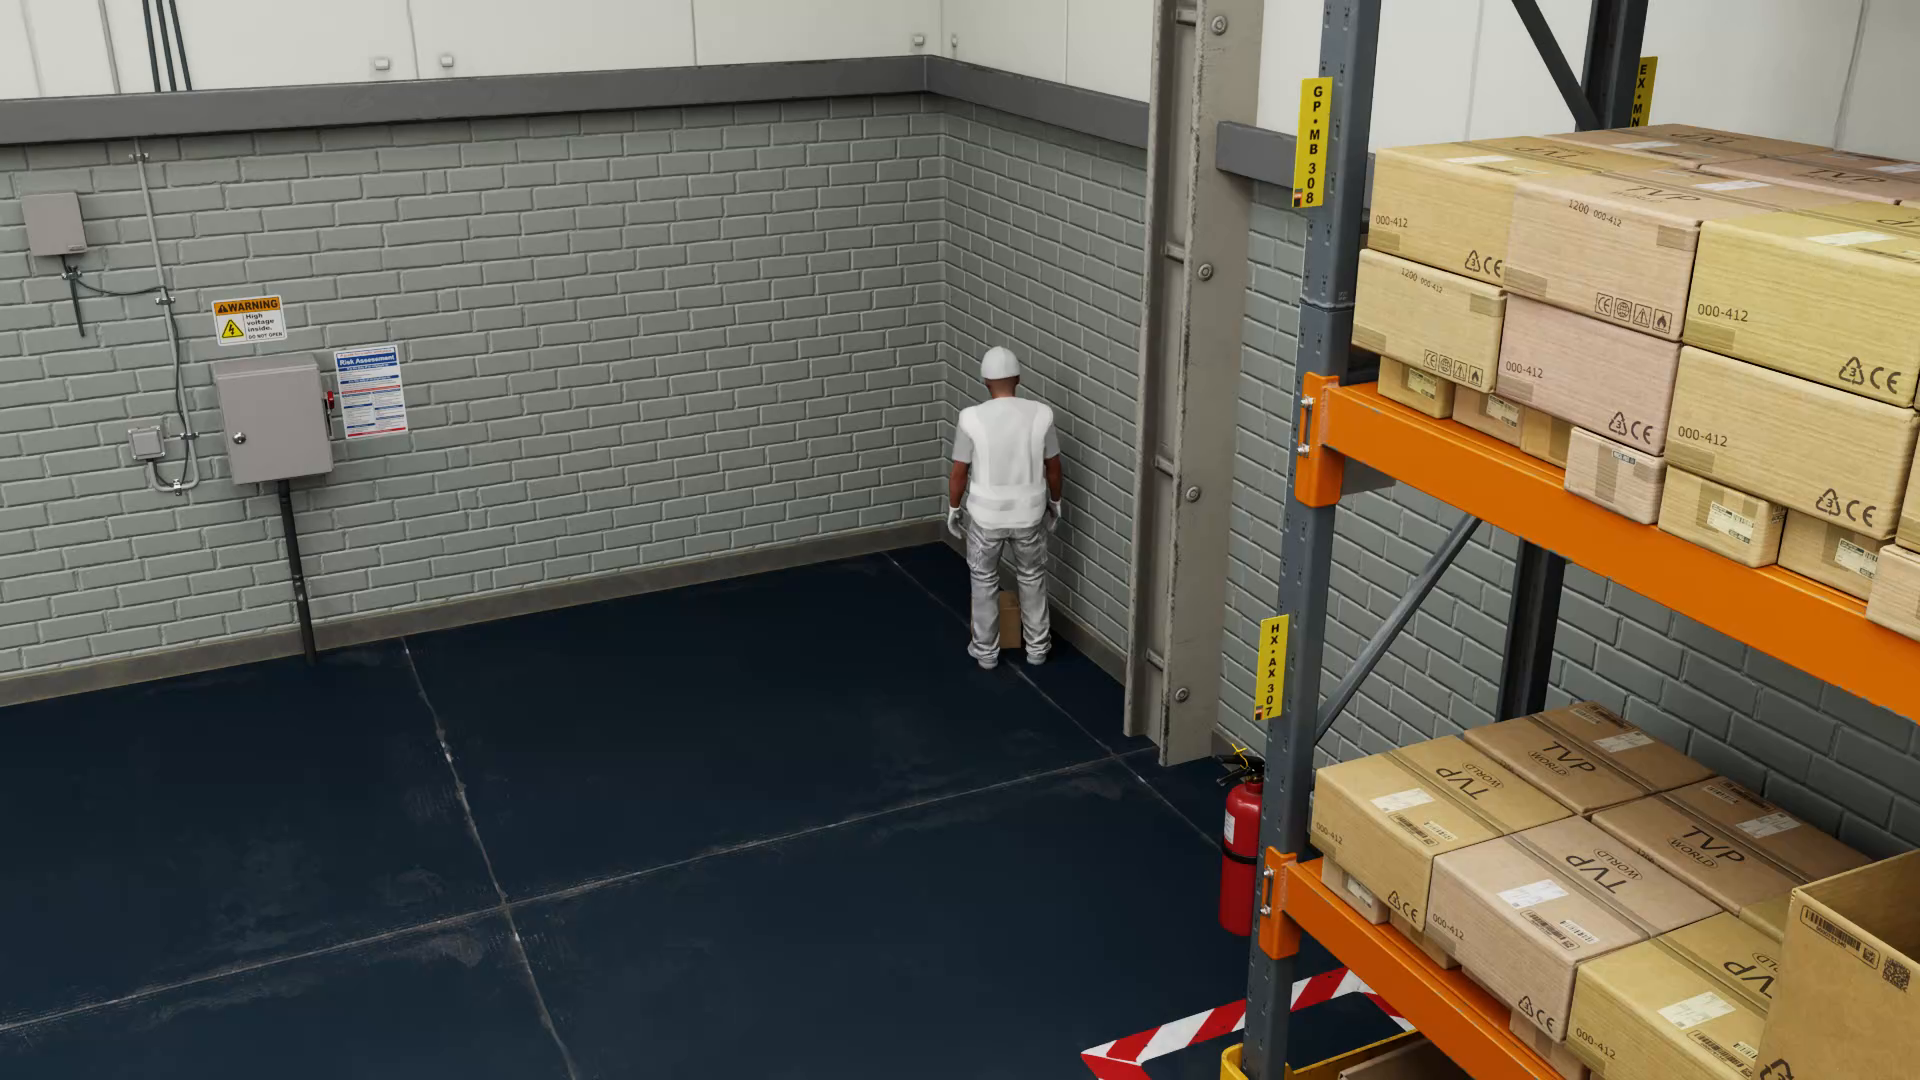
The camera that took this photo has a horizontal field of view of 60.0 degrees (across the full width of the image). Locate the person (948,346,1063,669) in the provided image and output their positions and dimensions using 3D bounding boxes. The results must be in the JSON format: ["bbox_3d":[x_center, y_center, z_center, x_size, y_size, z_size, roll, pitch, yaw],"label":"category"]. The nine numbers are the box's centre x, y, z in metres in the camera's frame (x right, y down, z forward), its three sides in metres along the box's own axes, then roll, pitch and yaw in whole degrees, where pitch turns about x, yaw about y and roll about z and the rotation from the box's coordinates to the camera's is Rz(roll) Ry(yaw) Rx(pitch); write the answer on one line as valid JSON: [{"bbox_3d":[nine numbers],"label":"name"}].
[{"bbox_3d":[0.245,-0.162,8.977,0.628,1.774,0.453,-3,22,-7],"label":"person"}]
